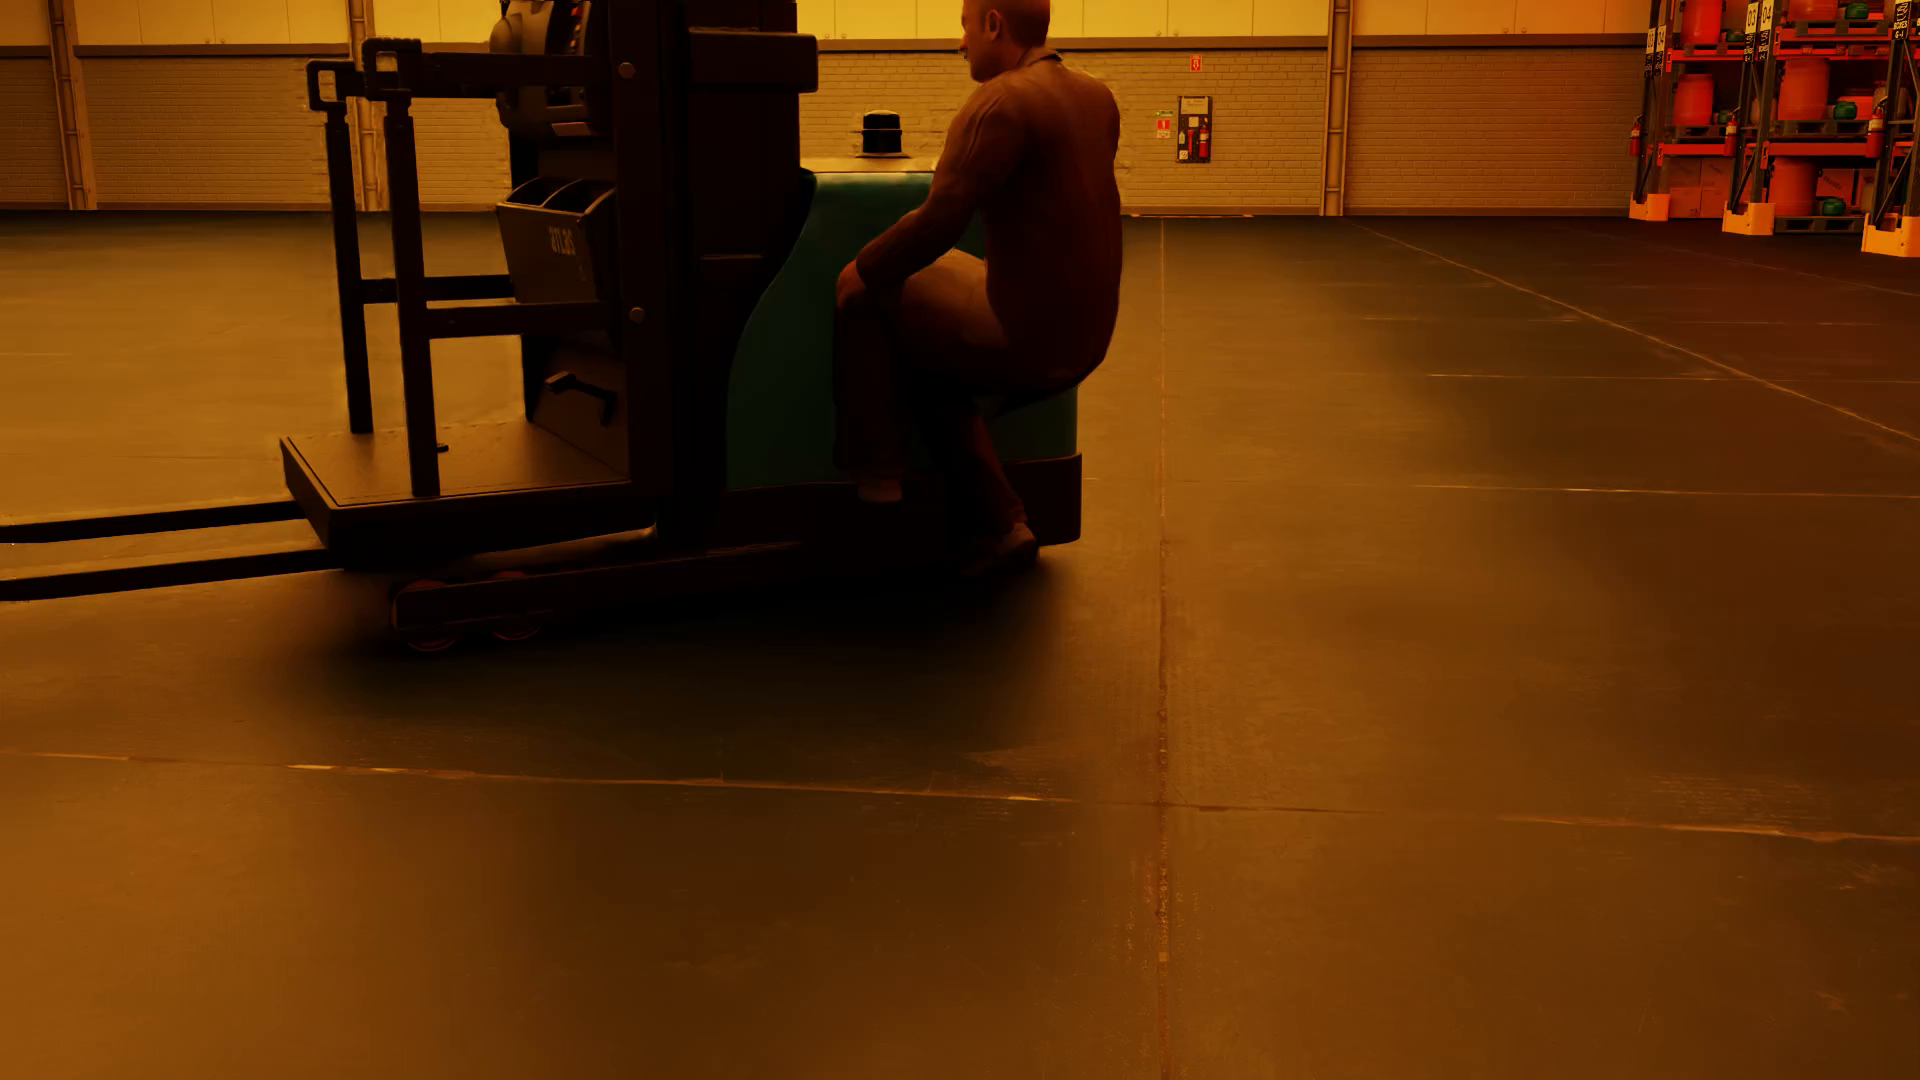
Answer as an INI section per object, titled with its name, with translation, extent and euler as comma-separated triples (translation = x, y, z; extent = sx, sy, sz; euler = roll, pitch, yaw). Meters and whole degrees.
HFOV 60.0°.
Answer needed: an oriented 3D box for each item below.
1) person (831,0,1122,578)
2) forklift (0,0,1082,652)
[person]
translation = -0.055, -0.569, 4.062
extent = 0.904, 1.557, 0.862
euler = 6, 14, 23
[forklift]
translation = -1.211, -1.305, 4.091
extent = 3.031, 2.935, 1.130
euler = -7, 15, -27
